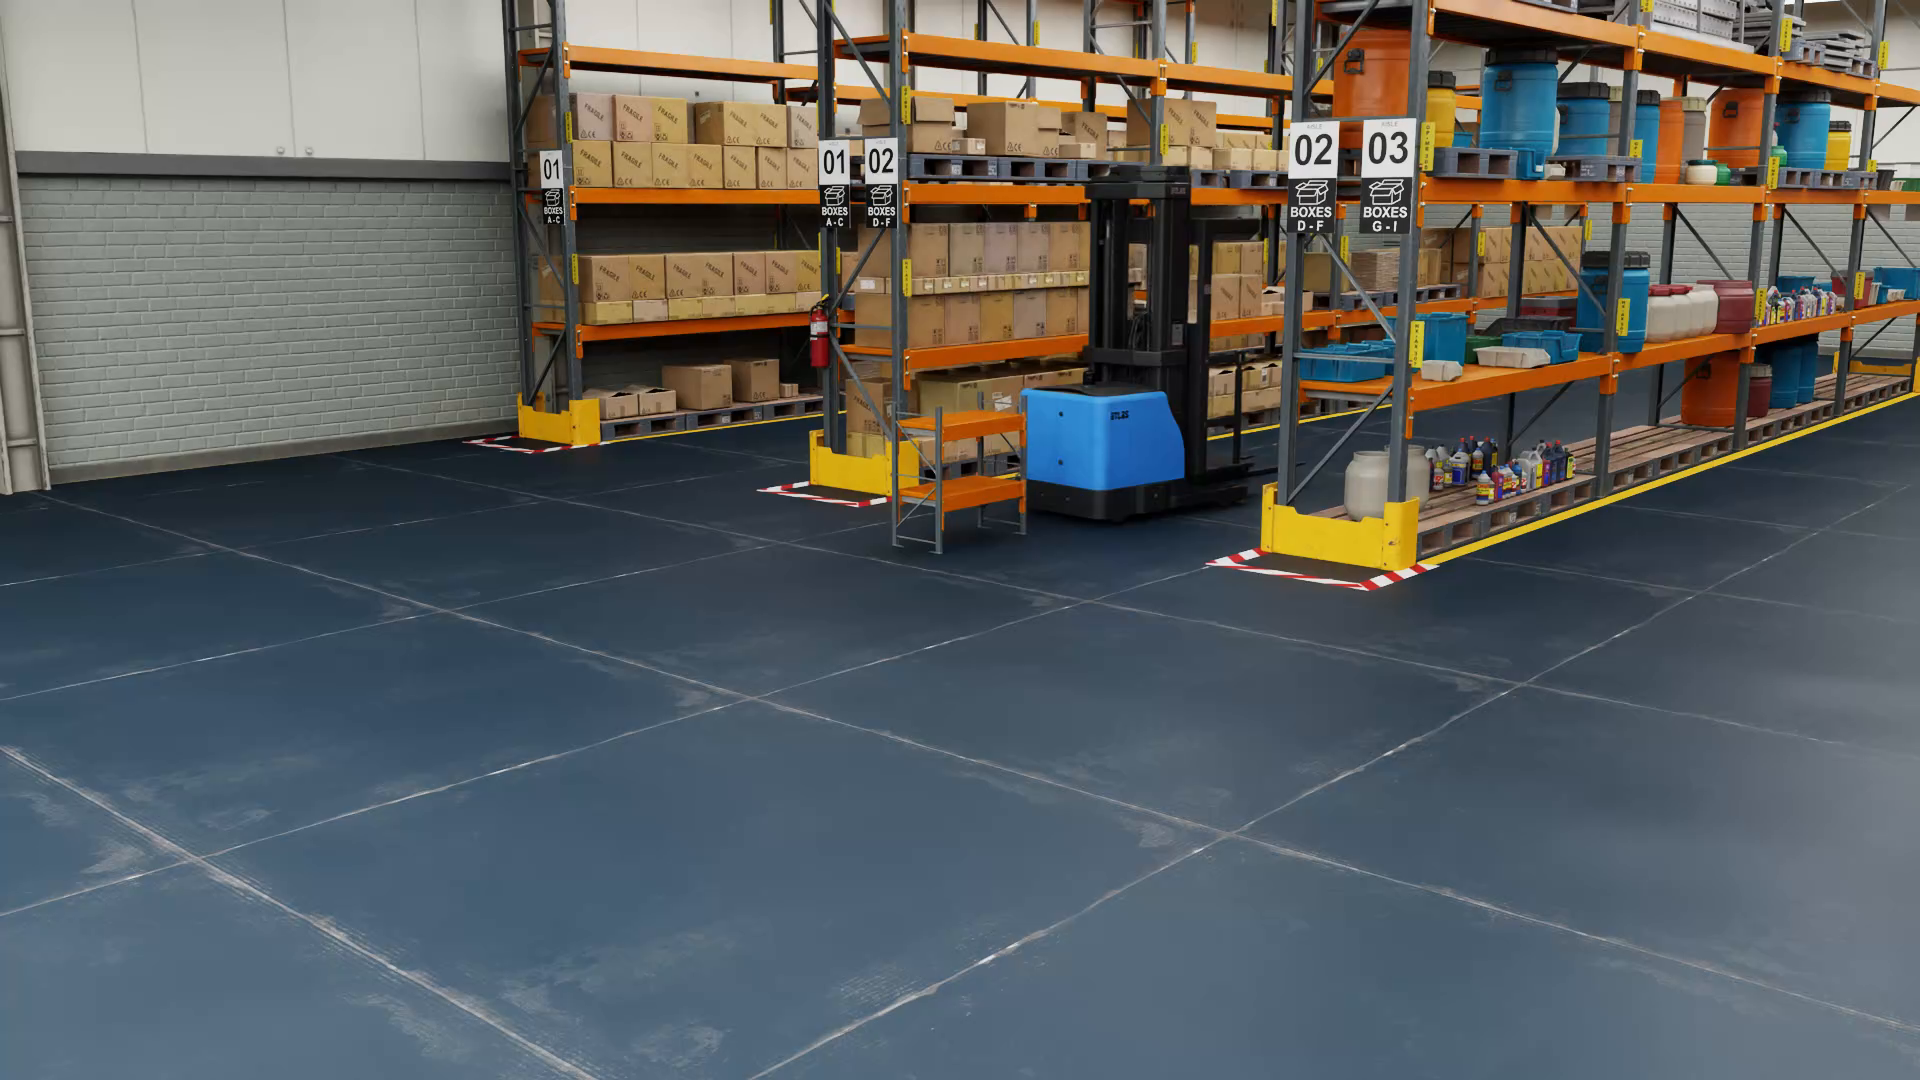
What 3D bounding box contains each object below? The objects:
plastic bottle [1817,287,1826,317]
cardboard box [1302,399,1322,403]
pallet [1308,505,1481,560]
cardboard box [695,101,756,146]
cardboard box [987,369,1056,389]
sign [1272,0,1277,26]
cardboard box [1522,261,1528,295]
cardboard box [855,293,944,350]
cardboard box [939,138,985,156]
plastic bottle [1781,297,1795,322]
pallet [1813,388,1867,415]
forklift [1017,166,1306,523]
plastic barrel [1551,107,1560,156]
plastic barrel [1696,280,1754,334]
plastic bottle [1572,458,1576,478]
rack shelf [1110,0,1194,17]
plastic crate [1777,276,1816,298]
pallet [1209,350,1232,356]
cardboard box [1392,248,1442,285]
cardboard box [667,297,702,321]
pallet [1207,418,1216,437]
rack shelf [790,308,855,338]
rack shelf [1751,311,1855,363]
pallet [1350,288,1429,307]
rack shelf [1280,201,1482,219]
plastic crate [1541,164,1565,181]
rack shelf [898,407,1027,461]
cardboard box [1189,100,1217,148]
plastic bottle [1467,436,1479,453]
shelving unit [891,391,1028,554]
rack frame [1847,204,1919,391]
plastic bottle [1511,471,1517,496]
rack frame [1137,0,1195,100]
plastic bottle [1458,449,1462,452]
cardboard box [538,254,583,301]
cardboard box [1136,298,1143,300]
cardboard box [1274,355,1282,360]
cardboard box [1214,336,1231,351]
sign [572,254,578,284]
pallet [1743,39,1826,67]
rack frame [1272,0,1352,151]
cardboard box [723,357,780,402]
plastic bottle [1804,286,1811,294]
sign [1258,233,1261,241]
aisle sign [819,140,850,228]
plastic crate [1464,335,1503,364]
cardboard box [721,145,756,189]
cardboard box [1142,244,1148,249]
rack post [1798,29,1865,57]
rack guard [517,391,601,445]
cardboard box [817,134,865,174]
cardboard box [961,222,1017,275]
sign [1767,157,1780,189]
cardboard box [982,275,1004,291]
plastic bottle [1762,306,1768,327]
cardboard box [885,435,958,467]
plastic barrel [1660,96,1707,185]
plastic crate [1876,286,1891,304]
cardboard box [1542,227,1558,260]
[{"bbox_3d":[10.389,-2.888,20.138,0.144,0.351,0.185,10,15,40],"label":"plastic bottle"},{"bbox_3d":[4.227,-1.891,20.968,0.500,0.250,0.500,10,15,42],"label":"cardboard box"},{"bbox_3d":[3.384,-0.093,13.137,1.003,0.211,1.213,10,15,40],"label":"pallet"},{"bbox_3d":[-2.791,-4.945,19.792,0.500,0.500,0.500,9,14,38],"label":"cardboard box"},{"bbox_3d":[0.623,-1.461,16.901,0.500,0.500,0.500,10,15,40],"label":"cardboard box"},{"bbox_3d":[3.977,-6.650,20.942,0.100,0.325,0.005,10,15,40],"label":"sign"},{"bbox_3d":[8.240,-3.969,25.167,0.500,0.500,0.500,10,15,40],"label":"cardboard box"},{"bbox_3d":[-0.572,-2.081,15.718,0.700,0.500,0.500,10,15,40],"label":"cardboard box"},{"bbox_3d":[0.019,-3.738,15.820,0.380,0.149,0.250,10,15,40],"label":"cardboard box"},{"bbox_3d":[9.553,-2.666,19.219,0.152,0.276,0.135,10,15,40],"label":"plastic bottle"},{"bbox_3d":[11.206,-1.835,21.862,1.003,0.211,1.213,10,15,40],"label":"pallet"},{"bbox_3d":[1.926,-1.800,14.740,3.031,2.935,1.130,-10,15,-41],"label":"forklift"},{"bbox_3d":[5.037,-3.606,14.593,0.421,0.512,0.421,0,11,0],"label":"plastic barrel"},{"bbox_3d":[8.031,-2.460,17.524,0.600,0.536,0.708,10,15,40],"label":"plastic barrel"},{"bbox_3d":[5.464,-0.663,14.891,0.097,0.201,0.097,0,11,0],"label":"plastic bottle"},{"bbox_3d":[1.988,-8.295,25.119,1.077,0.370,4.000,10,15,40],"label":"rack shelf"},{"bbox_3d":[10.802,-3.224,21.582,0.392,0.384,0.575,10,15,40],"label":"plastic crate"},{"bbox_3d":[3.869,-3.105,28.218,1.003,0.211,1.213,10,15,40],"label":"pallet"},{"bbox_3d":[6.551,-3.945,23.976,0.700,0.500,0.500,4,12,21],"label":"cardboard box"},{"bbox_3d":[-3.380,-2.724,19.525,0.500,0.250,0.500,9,15,39],"label":"cardboard box"},{"bbox_3d":[2.208,-1.300,19.179,1.003,0.211,1.213,10,15,40],"label":"pallet"},{"bbox_3d":[-0.653,-3.135,23.086,1.077,0.370,4.000,10,15,40],"label":"rack shelf"},{"bbox_3d":[9.430,-2.443,19.619,1.077,0.370,4.000,10,15,40],"label":"rack shelf"},{"bbox_3d":[5.671,-3.335,22.739,1.003,0.211,1.213,10,15,40],"label":"pallet"},{"bbox_3d":[5.711,-4.555,22.535,1.077,0.370,4.000,10,15,40],"label":"rack shelf"},{"bbox_3d":[4.713,-2.966,13.417,0.243,0.136,0.396,10,15,40],"label":"plastic crate"},{"bbox_3d":[0.004,-0.840,13.049,0.538,0.278,1.000,10,15,40],"label":"rack shelf"},{"bbox_3d":[2.546,-4.697,18.808,0.500,0.500,0.500,-10,15,-42],"label":"cardboard box"},{"bbox_3d":[4.624,-0.764,15.019,0.144,0.351,0.185,10,15,42],"label":"plastic bottle"},{"bbox_3d":[0.004,-0.553,13.106,0.538,1.125,1.048,10,15,40],"label":"shelving unit"},{"bbox_3d":[13.390,-3.678,23.969,1.000,3.000,0.127,10,15,40],"label":"rack frame"},{"bbox_3d":[4.617,-0.474,13.947,0.097,0.201,0.097,0,11,0],"label":"plastic bottle"},{"bbox_3d":[3.308,-7.312,26.848,1.000,3.000,0.127,10,15,40],"label":"rack frame"},{"bbox_3d":[4.431,-0.671,14.756,0.097,0.271,0.097,0,11,0],"label":"plastic bottle"},{"bbox_3d":[-4.462,-3.006,19.020,0.500,0.500,0.500,10,15,40],"label":"cardboard box"},{"bbox_3d":[2.193,-2.641,19.118,0.396,0.266,0.258,9,15,39],"label":"cardboard box"},{"bbox_3d":[4.230,-2.166,20.913,0.500,0.311,0.500,10,15,42],"label":"cardboard box"},{"bbox_3d":[4.213,-3.521,28.491,0.700,0.500,0.500,10,15,40],"label":"cardboard box"},{"bbox_3d":[-4.206,-2.959,18.160,0.100,0.325,0.005,10,15,40],"label":"sign"},{"bbox_3d":[8.609,-5.257,18.057,1.213,0.211,1.003,10,15,40],"label":"pallet"},{"bbox_3d":[4.391,-6.084,20.697,1.000,3.000,0.127,10,15,40],"label":"rack frame"},{"bbox_3d":[-2.628,-2.026,20.953,0.500,0.500,0.500,8,14,36],"label":"cardboard box"},{"bbox_3d":[10.281,-2.907,20.231,0.144,0.351,0.185,10,15,40],"label":"plastic bottle"},{"bbox_3d":[5.535,-5.495,30.653,0.100,0.325,0.005,10,15,40],"label":"sign"},{"bbox_3d":[-1.154,-3.268,15.279,0.394,0.787,0.004,10,15,40],"label":"aisle sign"},{"bbox_3d":[4.361,-1.646,14.333,0.450,0.188,0.662,10,15,40],"label":"plastic crate"},{"bbox_3d":[-2.801,-4.458,19.908,0.500,0.500,0.500,9,14,38],"label":"cardboard box"},{"bbox_3d":[2.847,-4.767,26.441,0.500,0.250,0.500,10,15,42],"label":"cardboard box"},{"bbox_3d":[10.170,-5.875,19.842,0.937,0.300,0.954,9,15,39],"label":"rack post"},{"bbox_3d":[-4.563,-1.390,18.897,1.175,0.500,0.348,10,15,40],"label":"rack guard"},{"bbox_3d":[-1.552,-4.990,21.548,0.500,0.500,0.500,-9,15,-39],"label":"cardboard box"},{"bbox_3d":[0.138,-2.878,16.392,0.700,0.500,0.500,10,15,41],"label":"cardboard box"},{"bbox_3d":[8.527,-3.851,17.441,0.100,0.325,0.005,10,15,40],"label":"sign"},{"bbox_3d":[0.211,-2.514,16.230,0.380,0.149,0.250,9,14,38],"label":"cardboard box"},{"bbox_3d":[8.889,-2.508,18.409,0.061,0.283,0.133,10,15,40],"label":"plastic bottle"},{"bbox_3d":[-0.369,-0.873,15.871,0.500,0.250,0.500,10,15,40],"label":"cardboard box"},{"bbox_3d":[7.404,-4.125,17.268,0.600,0.901,0.600,0,11,0],"label":"plastic barrel"},{"bbox_3d":[12.227,-3.290,22.300,0.416,0.233,0.300,10,15,40],"label":"plastic crate"},{"bbox_3d":[8.913,-4.606,25.807,0.500,0.500,0.500,10,15,42],"label":"cardboard box"}]
